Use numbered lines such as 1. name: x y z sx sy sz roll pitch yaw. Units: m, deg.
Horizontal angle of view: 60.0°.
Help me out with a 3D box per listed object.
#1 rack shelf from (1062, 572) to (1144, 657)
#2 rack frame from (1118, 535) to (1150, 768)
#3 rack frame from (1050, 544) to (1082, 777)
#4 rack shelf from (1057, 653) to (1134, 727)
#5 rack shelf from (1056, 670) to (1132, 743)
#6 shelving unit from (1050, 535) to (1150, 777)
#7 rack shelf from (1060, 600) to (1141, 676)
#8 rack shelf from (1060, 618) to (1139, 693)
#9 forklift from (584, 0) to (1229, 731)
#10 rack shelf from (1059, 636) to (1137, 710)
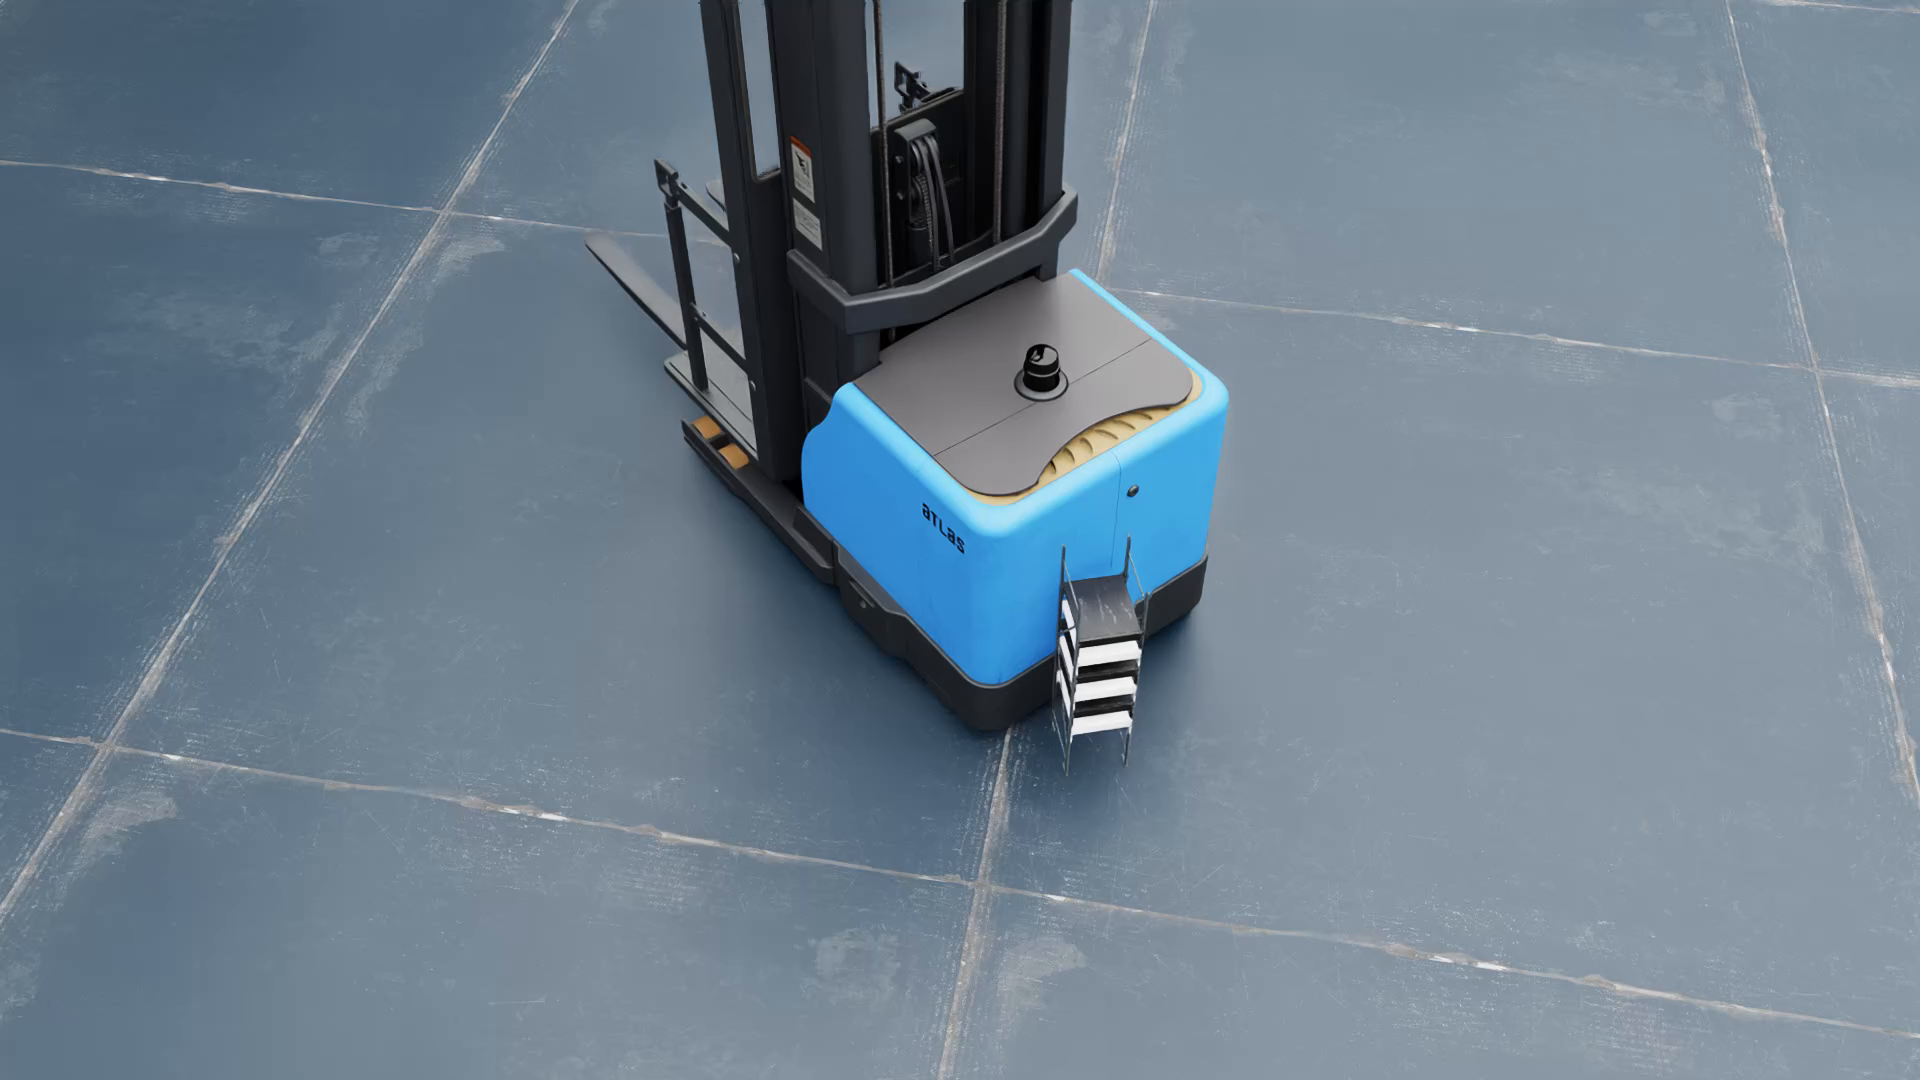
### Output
1. rack shelf: 0.434 0.228 5.122 0.200 0.077 0.258 -8 49 -7
2. rack frame: 0.535 0.373 5.310 0.006 0.900 0.240 -8 49 -7
3. rack frame: 0.335 0.400 5.285 0.006 0.900 0.240 -8 49 -7
4. rack shelf: 0.435 0.469 5.389 0.200 0.077 0.258 -8 49 -7
5. rack shelf: 0.435 0.529 5.456 0.200 0.077 0.258 -8 49 -7
6. shelving unit: 0.435 0.386 5.298 0.210 0.900 0.258 -8 49 -7
7. rack shelf: 0.435 0.288 5.189 0.200 0.077 0.258 -8 49 -7
8. rack shelf: 0.435 0.349 5.256 0.200 0.077 0.258 -8 49 -7
9. forklift: -0.426 -1.390 5.528 1.130 2.935 3.031 -30 55 -24
10. rack shelf: 0.435 0.409 5.322 0.200 0.077 0.258 -8 49 -7
